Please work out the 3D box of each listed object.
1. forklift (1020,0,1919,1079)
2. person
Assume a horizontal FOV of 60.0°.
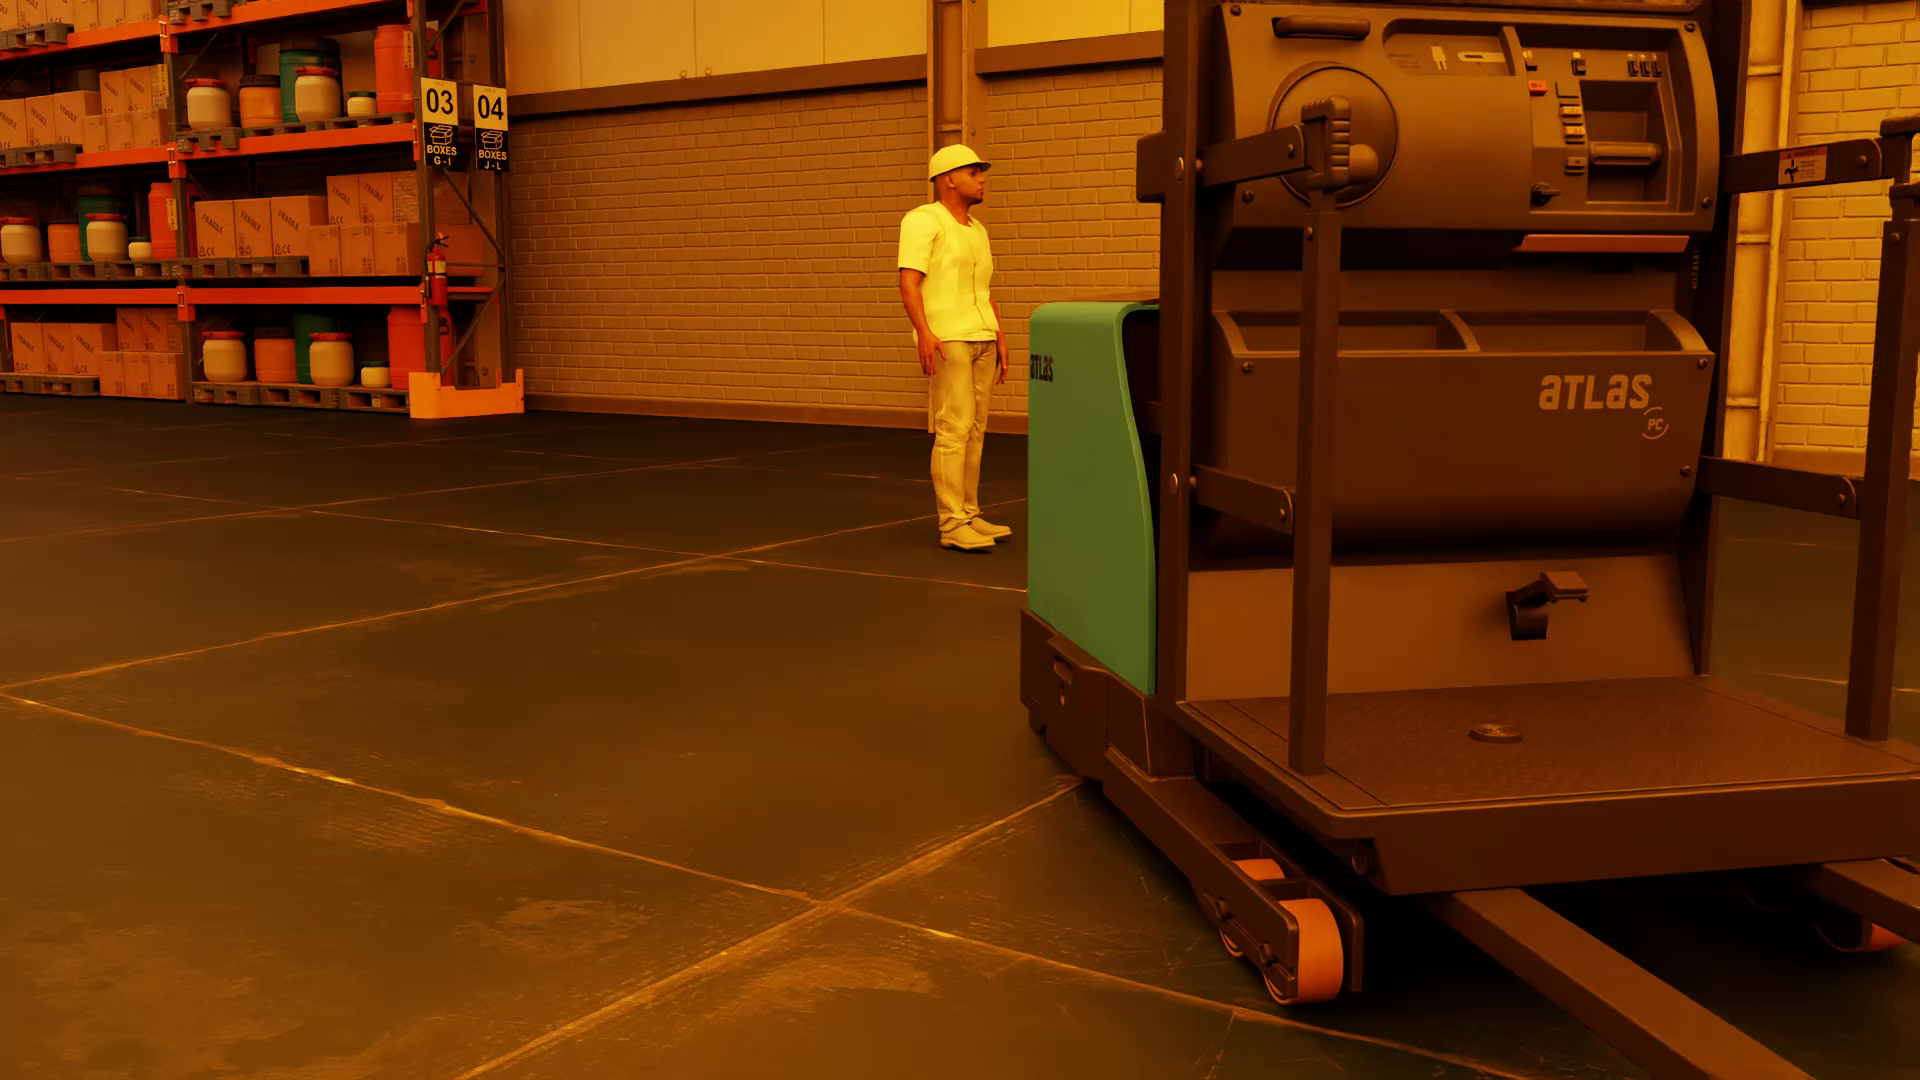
[{"bbox_3d":[0.958,-0.790,2.749,1.130,2.935,3.031,-2,8,-12],"label":"forklift"},{"bbox_3d":[0.054,-0.876,7.435,0.577,1.765,0.665,5,10,34],"label":"person"}]
